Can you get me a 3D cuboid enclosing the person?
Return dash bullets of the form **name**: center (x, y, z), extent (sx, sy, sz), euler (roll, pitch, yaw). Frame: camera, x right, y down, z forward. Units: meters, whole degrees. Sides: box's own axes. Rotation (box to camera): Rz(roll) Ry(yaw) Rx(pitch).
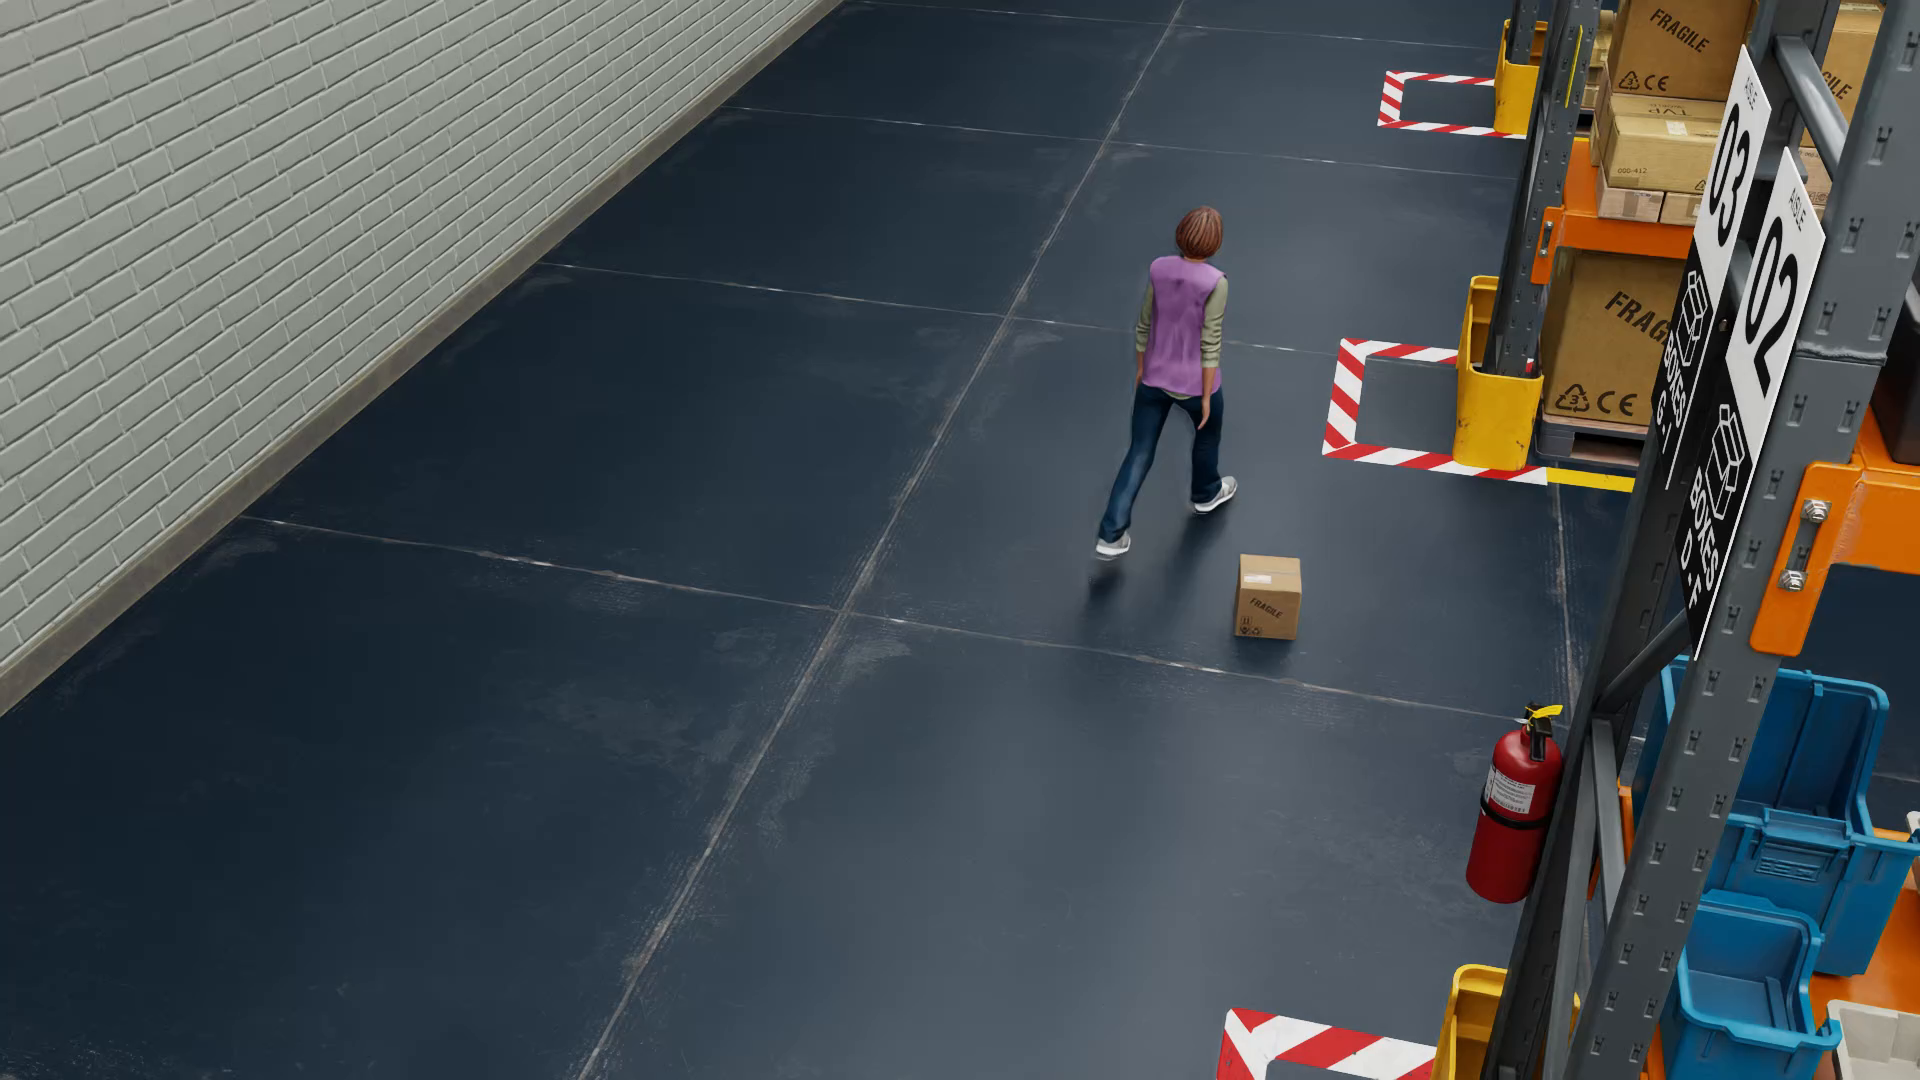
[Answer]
- **person**: center (0.917, -0.669, 7.230), extent (0.420, 1.494, 1.006), euler (18, 37, 25)
